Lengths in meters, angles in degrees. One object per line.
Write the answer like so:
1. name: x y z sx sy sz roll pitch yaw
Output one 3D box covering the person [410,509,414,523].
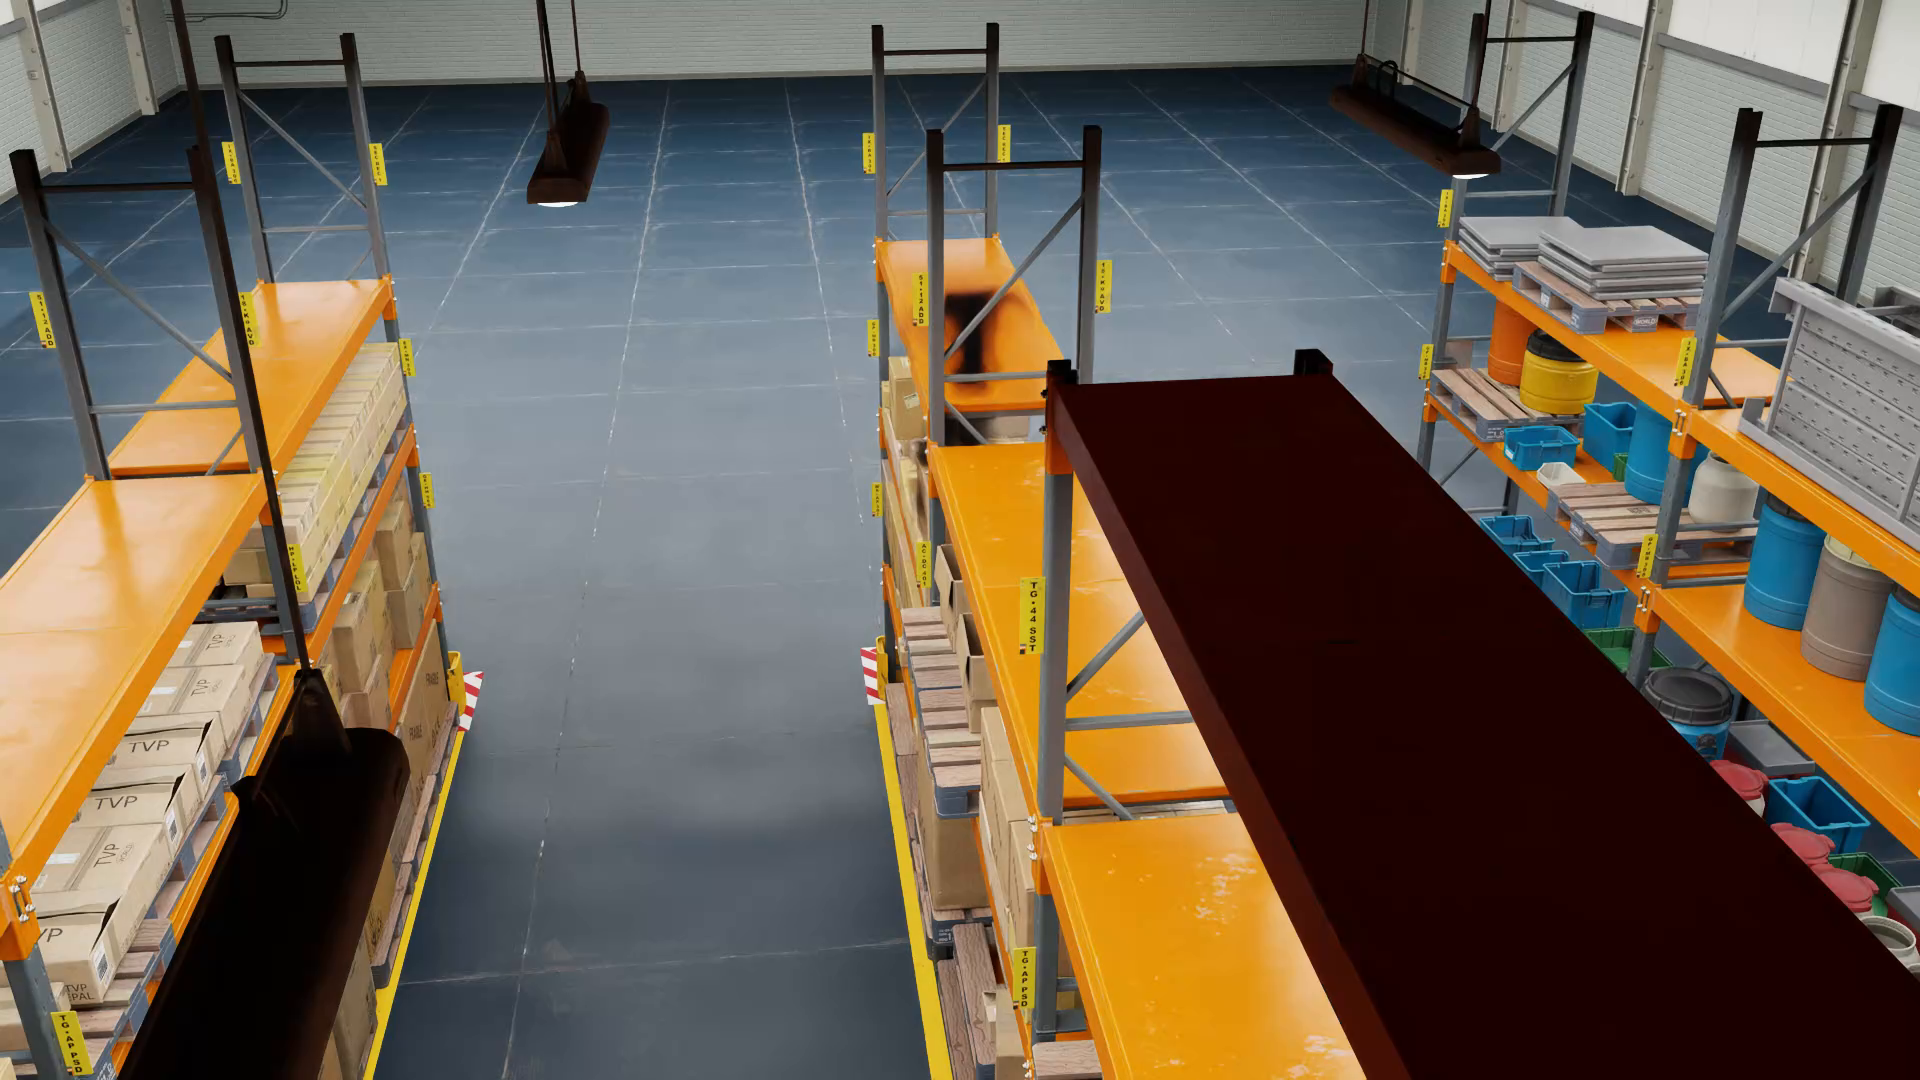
1. person: -5.950 -0.241 17.177 0.732 1.573 0.616 -11 28 -21
